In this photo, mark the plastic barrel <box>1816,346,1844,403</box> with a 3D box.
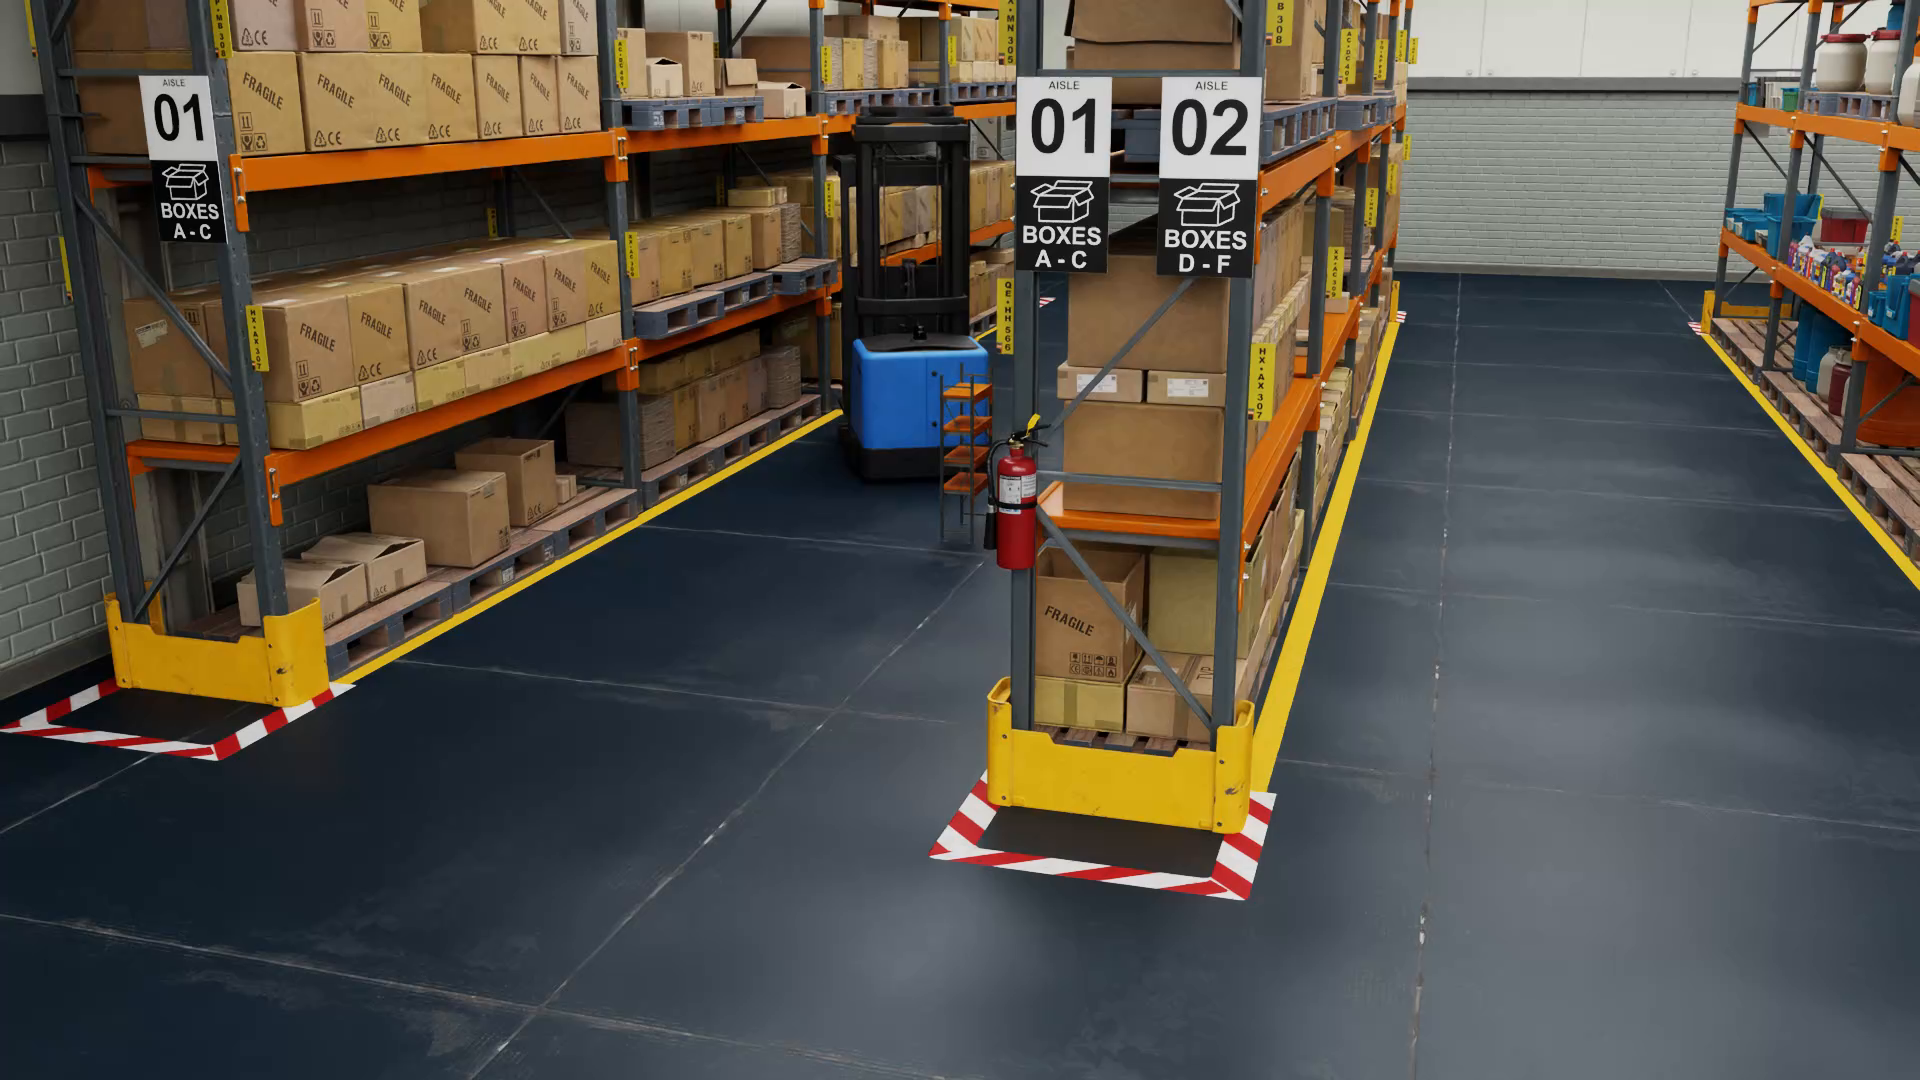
[{"bbox_3d":[8.264,-1.540,15.550,0.421,0.512,0.421,0,16,0],"label":"plastic barrel"}]

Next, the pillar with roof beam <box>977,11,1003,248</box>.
[{"bbox_3d":[4.586,-8.142,24.044,9.100,9.000,0.400,5,16,16],"label":"pillar with roof beam"}]

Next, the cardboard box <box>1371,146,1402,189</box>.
[{"bbox_3d":[5.123,-4.556,20.380,0.500,0.500,0.500,5,17,17],"label":"cardboard box"}]

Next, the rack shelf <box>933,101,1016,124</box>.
[{"bbox_3d":[-0.048,-5.390,21.157,1.077,0.370,4.000,5,16,16],"label":"rack shelf"}]

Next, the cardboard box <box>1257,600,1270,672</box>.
[{"bbox_3d":[1.371,0.489,8.879,0.500,0.250,0.500,5,16,16],"label":"cardboard box"}]

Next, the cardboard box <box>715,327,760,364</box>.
[{"bbox_3d":[-2.129,-1.756,14.925,0.500,0.250,0.500,5,17,17],"label":"cardboard box"}]

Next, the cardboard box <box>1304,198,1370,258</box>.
[{"bbox_3d":[3.512,-2.988,15.915,0.700,0.500,0.500,8,18,26],"label":"cardboard box"}]

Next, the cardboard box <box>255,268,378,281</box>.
[{"bbox_3d":[-3.801,-1.335,9.902,0.500,0.500,0.500,4,16,14],"label":"cardboard box"}]

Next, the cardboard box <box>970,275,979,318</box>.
[{"bbox_3d":[-0.159,-3.088,21.031,0.700,0.500,0.500,4,16,15],"label":"cardboard box"}]

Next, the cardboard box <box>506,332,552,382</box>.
[{"bbox_3d":[-3.011,-1.204,10.817,0.500,0.250,0.500,5,16,16],"label":"cardboard box"}]

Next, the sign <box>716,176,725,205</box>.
[{"bbox_3d":[-2.286,-3.322,15.924,0.100,0.325,0.005,5,16,16],"label":"sign"}]

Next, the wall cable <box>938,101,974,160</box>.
[{"bbox_3d":[-0.022,-5.713,24.614,0.084,1.984,1.851,5,16,16],"label":"wall cable"}]

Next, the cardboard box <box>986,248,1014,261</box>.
[{"bbox_3d":[0.556,-3.889,22.667,0.380,0.149,0.250,4,16,15],"label":"cardboard box"}]

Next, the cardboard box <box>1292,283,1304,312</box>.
[{"bbox_3d":[1.917,-1.501,10.254,0.380,0.149,0.250,4,16,15],"label":"cardboard box"}]

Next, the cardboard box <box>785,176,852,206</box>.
[{"bbox_3d":[-1.368,-3.391,16.149,0.500,0.250,0.500,5,17,17],"label":"cardboard box"}]

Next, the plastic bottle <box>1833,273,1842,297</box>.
[{"bbox_3d":[7.734,-2.240,14.595,0.097,0.201,0.097,0,16,0],"label":"plastic bottle"}]

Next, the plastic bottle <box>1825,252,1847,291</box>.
[{"bbox_3d":[7.862,-2.408,14.911,0.144,0.351,0.185,5,16,16],"label":"plastic bottle"}]

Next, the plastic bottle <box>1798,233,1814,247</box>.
[{"bbox_3d":[8.460,-2.900,16.648,0.144,0.351,0.185,5,16,16],"label":"plastic bottle"}]

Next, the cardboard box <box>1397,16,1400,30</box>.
[{"bbox_3d":[4.650,-5.740,19.057,0.700,0.500,0.500,5,16,16],"label":"cardboard box"}]

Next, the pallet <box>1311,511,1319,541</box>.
[{"bbox_3d":[2.033,-0.148,11.964,1.003,0.211,1.213,5,16,16],"label":"pallet"}]

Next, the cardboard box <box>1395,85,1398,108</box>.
[{"bbox_3d":[4.656,-4.996,18.724,0.500,0.250,0.500,5,16,16],"label":"cardboard box"}]

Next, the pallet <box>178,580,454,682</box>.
[{"bbox_3d":[-3.740,0.482,9.745,1.003,0.211,1.213,5,16,16],"label":"pallet"}]

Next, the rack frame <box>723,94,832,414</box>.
[{"bbox_3d":[-1.753,-2.723,15.934,1.000,3.000,0.127,5,16,16],"label":"rack frame"}]

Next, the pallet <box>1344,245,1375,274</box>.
[{"bbox_3d":[3.546,-2.757,16.404,1.003,0.211,1.213,5,16,16],"label":"pallet"}]

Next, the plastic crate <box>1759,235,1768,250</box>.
[{"bbox_3d":[8.943,-3.212,18.050,0.437,0.125,0.590,5,16,16],"label":"plastic crate"}]

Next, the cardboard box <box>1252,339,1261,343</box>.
[{"bbox_3d":[1.261,-0.894,8.111,0.380,0.149,0.250,4,16,15],"label":"cardboard box"}]

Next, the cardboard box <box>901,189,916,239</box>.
[{"bbox_3d":[-0.792,-3.565,18.137,0.500,0.500,0.500,5,16,16],"label":"cardboard box"}]

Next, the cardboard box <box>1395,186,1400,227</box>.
[{"bbox_3d":[5.261,-4.207,20.981,0.500,0.500,0.500,5,17,16],"label":"cardboard box"}]

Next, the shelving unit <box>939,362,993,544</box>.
[{"bbox_3d":[0.047,-0.621,11.818,0.258,1.200,0.503,5,16,16],"label":"shelving unit"}]

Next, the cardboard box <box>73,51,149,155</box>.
[{"bbox_3d":[-4.150,-2.260,8.583,0.500,0.500,0.500,6,17,20],"label":"cardboard box"}]

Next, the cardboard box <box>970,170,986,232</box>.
[{"bbox_3d":[-0.233,-4.245,20.750,0.980,0.700,0.700,4,16,14],"label":"cardboard box"}]

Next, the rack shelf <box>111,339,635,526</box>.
[{"bbox_3d":[-3.458,-0.807,10.497,1.077,0.370,4.000,5,16,16],"label":"rack shelf"}]

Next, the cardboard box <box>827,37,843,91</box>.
[{"bbox_3d":[-1.570,-4.700,16.417,0.700,0.500,0.500,4,16,13],"label":"cardboard box"}]

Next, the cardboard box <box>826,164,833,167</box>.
[{"bbox_3d":[-1.276,-3.962,18.163,0.500,0.250,0.500,4,16,14],"label":"cardboard box"}]

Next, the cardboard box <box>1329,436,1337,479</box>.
[{"bbox_3d":[2.650,-0.662,12.934,0.500,0.250,0.500,5,17,17],"label":"cardboard box"}]

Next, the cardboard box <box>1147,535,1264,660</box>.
[{"bbox_3d":[1.230,0.259,8.315,0.500,0.500,0.500,5,16,16],"label":"cardboard box"}]

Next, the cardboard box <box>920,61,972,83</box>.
[{"bbox_3d":[-0.167,-5.551,19.729,0.500,0.250,0.500,5,16,16],"label":"cardboard box"}]

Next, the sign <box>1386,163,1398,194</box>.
[{"bbox_3d":[4.668,-3.902,17.966,0.100,0.325,0.005,5,16,16],"label":"sign"}]

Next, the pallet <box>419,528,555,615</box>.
[{"bbox_3d":[-3.391,0.163,10.866,1.003,0.211,1.213,5,16,16],"label":"pallet"}]

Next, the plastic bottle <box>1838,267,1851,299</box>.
[{"bbox_3d":[7.678,-2.223,14.406,0.097,0.271,0.097,0,16,0],"label":"plastic bottle"}]

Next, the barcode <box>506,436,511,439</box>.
[{"bbox_3d":[-3.273,-0.717,12.049,0.001,0.075,0.075,5,16,16],"label":"barcode"}]

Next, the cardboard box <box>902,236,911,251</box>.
[{"bbox_3d":[-0.758,-3.284,18.333,0.380,0.149,0.250,5,16,16],"label":"cardboard box"}]

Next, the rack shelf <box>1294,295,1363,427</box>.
[{"bbox_3d":[2.429,-1.471,12.836,1.077,0.370,4.000,5,16,16],"label":"rack shelf"}]

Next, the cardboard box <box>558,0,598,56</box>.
[{"bbox_3d":[-2.772,-3.506,11.146,0.500,0.500,0.500,3,16,11],"label":"cardboard box"}]

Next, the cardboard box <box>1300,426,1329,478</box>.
[{"bbox_3d":[2.365,-0.662,11.908,0.500,0.311,0.500,4,16,15],"label":"cardboard box"}]

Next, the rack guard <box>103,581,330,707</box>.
[{"bbox_3d":[-4.005,0.552,8.966,1.175,0.500,0.348,5,16,16],"label":"rack guard"}]

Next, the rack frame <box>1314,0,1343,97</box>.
[{"bbox_3d":[1.861,-4.180,10.074,1.000,3.000,0.127,5,16,16],"label":"rack frame"}]

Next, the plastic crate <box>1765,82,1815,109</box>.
[{"bbox_3d":[9.094,-4.878,18.251,0.437,0.282,0.530,5,16,16],"label":"plastic crate"}]

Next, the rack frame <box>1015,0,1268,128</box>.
[{"bbox_3d":[0.724,-3.133,6.385,1.000,3.000,0.127,5,16,16],"label":"rack frame"}]

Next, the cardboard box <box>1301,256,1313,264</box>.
[{"bbox_3d":[2.537,-1.948,13.017,0.500,0.500,0.500,4,16,13],"label":"cardboard box"}]

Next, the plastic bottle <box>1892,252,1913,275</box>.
[{"bbox_3d":[8.438,-2.400,14.885,0.144,0.351,0.185,5,16,16],"label":"plastic bottle"}]

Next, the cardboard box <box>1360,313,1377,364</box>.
[{"bbox_3d":[4.121,-2.116,17.566,0.500,0.500,0.500,5,16,16],"label":"cardboard box"}]

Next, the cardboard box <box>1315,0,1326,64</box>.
[{"bbox_3d":[2.214,-3.536,11.434,0.500,0.500,0.500,6,17,21],"label":"cardboard box"}]

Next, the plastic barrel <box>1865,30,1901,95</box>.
[{"bbox_3d":[8.105,-4.141,14.416,0.433,0.535,0.433,0,16,0],"label":"plastic barrel"}]

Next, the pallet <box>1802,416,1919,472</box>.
[{"bbox_3d":[7.930,-0.823,14.344,1.003,0.211,1.213,5,16,16],"label":"pallet"}]

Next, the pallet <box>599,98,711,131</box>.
[{"bbox_3d":[-2.612,-3.183,12.401,1.213,0.211,1.003,5,16,16],"label":"pallet"}]

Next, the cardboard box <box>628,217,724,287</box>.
[{"bbox_3d":[-2.389,-2.387,13.760,0.700,0.500,0.500,7,17,24],"label":"cardboard box"}]

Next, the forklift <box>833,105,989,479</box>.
[{"bbox_3d":[-0.500,-2.258,14.419,1.130,2.935,3.031,-3,16,-9],"label":"forklift"}]

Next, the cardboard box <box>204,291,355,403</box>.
[{"bbox_3d":[-3.602,-1.030,8.828,0.500,0.500,0.500,5,16,16],"label":"cardboard box"}]
